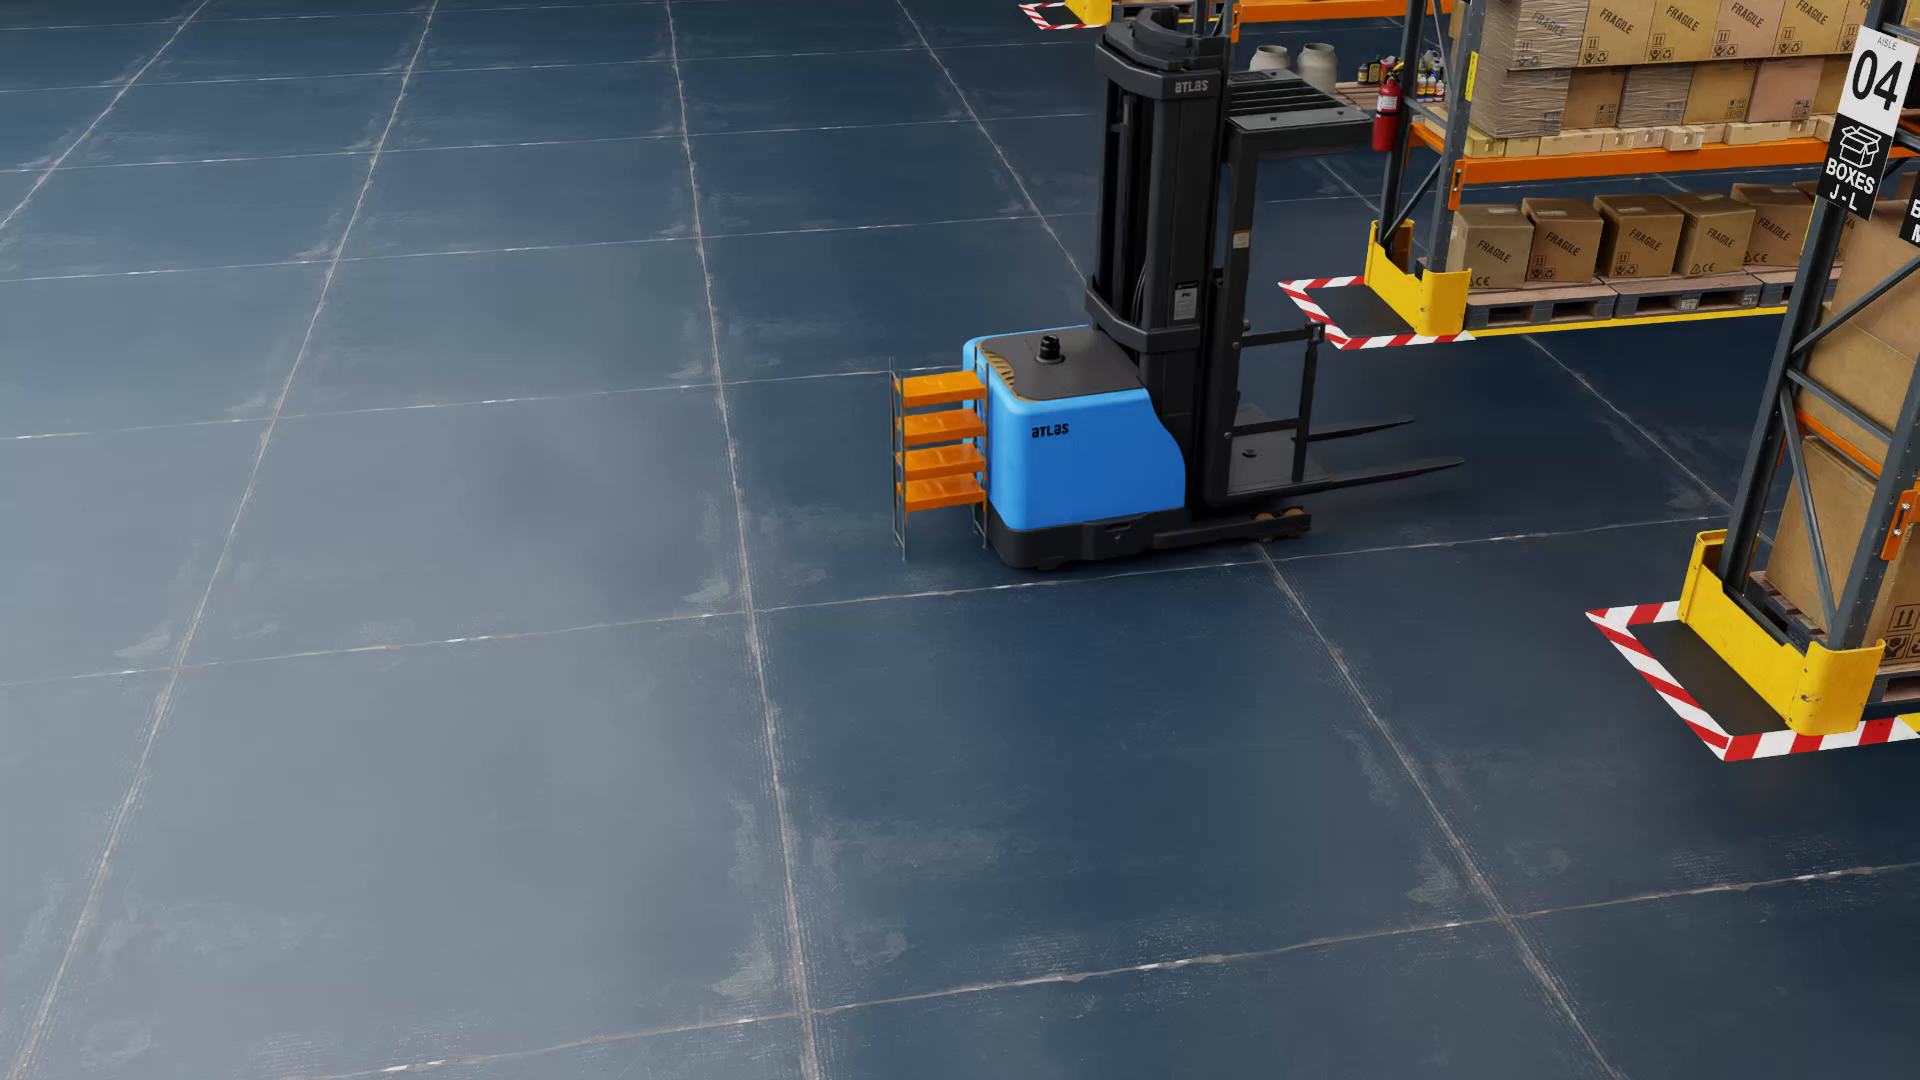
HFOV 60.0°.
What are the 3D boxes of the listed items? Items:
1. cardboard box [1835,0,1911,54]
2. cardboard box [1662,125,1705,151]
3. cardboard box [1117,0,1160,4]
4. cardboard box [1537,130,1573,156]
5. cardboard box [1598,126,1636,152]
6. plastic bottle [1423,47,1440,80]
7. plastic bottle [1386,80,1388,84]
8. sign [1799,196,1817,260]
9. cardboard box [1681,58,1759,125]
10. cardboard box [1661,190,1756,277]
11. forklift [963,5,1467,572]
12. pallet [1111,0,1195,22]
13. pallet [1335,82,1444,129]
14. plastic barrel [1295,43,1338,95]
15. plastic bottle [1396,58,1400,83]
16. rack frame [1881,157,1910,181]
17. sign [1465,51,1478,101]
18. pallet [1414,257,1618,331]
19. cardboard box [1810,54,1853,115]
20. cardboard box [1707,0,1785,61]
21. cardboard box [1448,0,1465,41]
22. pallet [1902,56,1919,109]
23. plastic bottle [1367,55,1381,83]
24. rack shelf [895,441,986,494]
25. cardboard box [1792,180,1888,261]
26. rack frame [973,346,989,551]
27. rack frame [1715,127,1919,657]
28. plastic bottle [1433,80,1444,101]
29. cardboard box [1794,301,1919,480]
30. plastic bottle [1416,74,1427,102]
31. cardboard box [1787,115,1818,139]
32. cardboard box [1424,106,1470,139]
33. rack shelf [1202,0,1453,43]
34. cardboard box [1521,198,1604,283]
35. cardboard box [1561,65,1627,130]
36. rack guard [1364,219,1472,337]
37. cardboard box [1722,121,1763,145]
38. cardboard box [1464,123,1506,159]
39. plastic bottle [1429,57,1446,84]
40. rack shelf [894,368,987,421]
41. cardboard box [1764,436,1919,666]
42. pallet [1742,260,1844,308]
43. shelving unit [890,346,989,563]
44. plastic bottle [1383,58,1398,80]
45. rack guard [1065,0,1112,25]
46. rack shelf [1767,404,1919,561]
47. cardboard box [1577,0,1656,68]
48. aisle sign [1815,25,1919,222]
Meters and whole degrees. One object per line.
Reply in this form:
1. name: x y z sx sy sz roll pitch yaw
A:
1. cardboard box: 6.491 -3.852 12.077 0.500 0.500 0.500 -5 31 -9
2. cardboard box: 5.258 -2.996 12.248 0.250 0.149 0.380 -5 31 -9
3. cardboard box: 2.228 -6.982 21.078 0.500 0.250 0.500 -5 31 -9
4. cardboard box: 4.263 -2.936 12.146 0.250 0.149 0.380 -5 31 -9
5. cardboard box: 4.752 -2.989 12.236 0.250 0.149 0.380 -5 31 -9
6. plastic bottle: 5.011 -5.068 17.704 0.185 0.351 0.144 -6 31 -9
7. plastic bottle: 4.389 -4.602 16.989 0.097 0.271 0.097 0 30 0
8. sign: 4.151 -1.500 8.079 0.005 0.325 0.100 -5 31 -9
9. cardboard box: 5.451 -3.486 12.442 0.500 0.500 0.875 -5 31 -9
10. cardboard box: 5.817 -2.409 13.054 0.500 0.500 0.500 -8 31 -13
11. forklift: 1.580 -1.500 9.524 3.031 2.935 1.130 -9 32 -14
12. pallet: 2.406 -6.937 21.453 1.213 0.211 1.003 -5 31 -9
13. pallet: 4.613 -4.588 17.458 1.213 0.211 1.003 -5 31 -9
14. plastic barrel: 3.676 -4.831 17.161 0.421 0.512 0.421 0 30 0
15. plastic bottle: 4.666 -5.002 17.665 0.135 0.276 0.152 -6 31 -10
16. rack frame: 7.376 -3.474 12.813 0.127 3.000 1.000 -5 31 -9
17. sign: 3.539 -3.211 11.513 0.005 0.325 0.100 -5 31 -9
18. pallet: 4.322 -1.970 13.007 1.213 0.211 1.003 -5 31 -9
19. cardboard box: 6.424 -3.607 12.647 0.500 0.500 0.875 -5 31 -9
20. cardboard box: 5.507 -3.763 11.925 0.500 0.500 0.500 -5 31 -9
21. cardboard box: 3.938 -3.884 12.133 0.500 0.500 0.500 -5 31 -9
22. pallet: 4.963 -1.954 7.357 1.213 0.211 1.003 -5 31 -9
23. plastic bottle: 4.389 -5.003 17.659 0.133 0.283 0.061 -5 31 -8
24. rack shelf: -0.115 -0.419 9.527 0.480 0.148 0.258 -9 32 -14
25. cardboard box: 6.975 -2.561 13.312 0.500 0.500 0.500 -6 31 -10
26. rack frame: 0.119 -0.513 9.552 0.015 1.200 0.240 -9 32 -14
27. rack frame: 4.235 -0.627 7.971 0.127 3.000 1.000 -5 31 -9
28. plastic bottle: 4.922 -4.621 17.091 0.097 0.201 0.097 0 30 0
29. cardboard box: 4.592 -0.748 8.029 0.550 0.550 0.875 -5 31 -9
30. plastic bottle: 4.726 -4.633 17.042 0.097 0.271 0.097 0 30 0
31. cardboard box: 6.218 -3.153 12.515 0.250 0.149 0.380 -5 31 -9
32. cardboard box: 3.685 -3.129 12.475 0.250 0.149 0.380 -5 31 -9
33. rack shelf: 4.517 -5.451 16.885 4.000 0.370 1.077 -5 31 -9
34. cardboard box: 4.641 -2.333 12.924 0.500 0.500 0.500 2 31 4
35. cardboard box: 4.458 -3.422 12.333 0.500 0.500 0.875 -5 31 -9
36. rack guard: 3.516 -2.038 12.837 0.348 0.500 1.175 -5 31 -9
37. cardboard box: 5.739 -3.070 12.374 0.250 0.149 0.380 -5 31 -9
38. cardboard box: 3.765 -2.908 12.098 0.250 0.149 0.380 -5 31 -9
39. plastic bottle: 5.063 -4.965 17.601 0.135 0.276 0.152 -5 31 -9
40. rack shelf: -0.115 -0.816 9.294 0.480 0.148 0.258 -9 32 -14
41. cardboard box: 4.891 0.013 8.564 0.875 0.875 0.875 -5 31 -9
42. pallet: 6.722 -2.193 13.386 1.213 0.211 1.003 -5 31 -9
43. shelving unit: -0.115 -0.477 9.493 0.503 1.200 0.258 -9 32 -14
44. plastic bottle: 4.550 -4.939 17.551 0.133 0.283 0.061 -5 31 -9
45. rack guard: 1.637 -6.968 21.222 0.348 0.500 1.175 -5 31 -9
46. rack shelf: 6.203 -0.499 8.464 4.000 0.370 1.077 -5 31 -9
47. cardboard box: 4.525 -3.668 11.764 0.500 0.500 0.500 -5 31 -9
48. aisle sign: 4.112 -1.890 7.555 0.004 0.787 0.394 -5 31 -9
